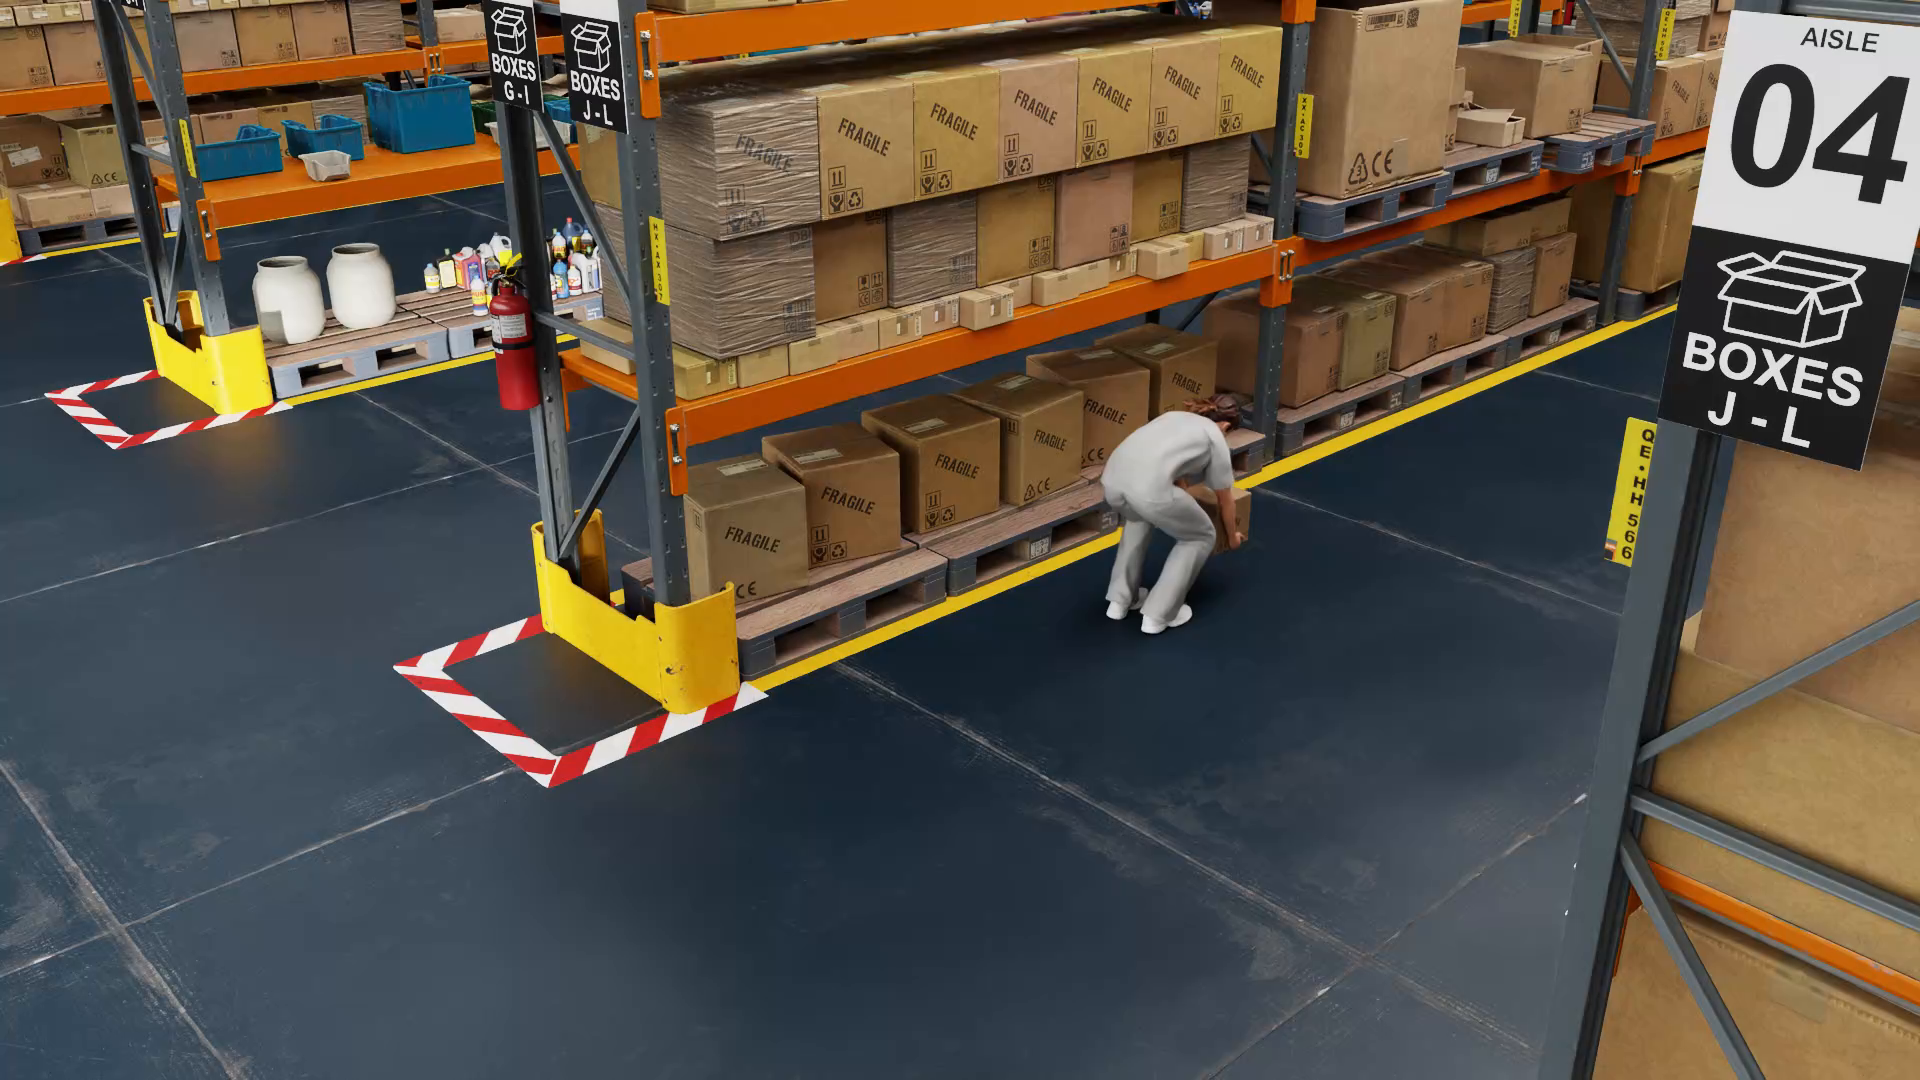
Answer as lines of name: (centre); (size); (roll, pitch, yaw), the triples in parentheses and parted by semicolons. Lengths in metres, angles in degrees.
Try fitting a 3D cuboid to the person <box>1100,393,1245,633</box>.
person: (0.999, -0.136, 7.739); (0.471, 0.987, 0.866); (21, 32, 38)
